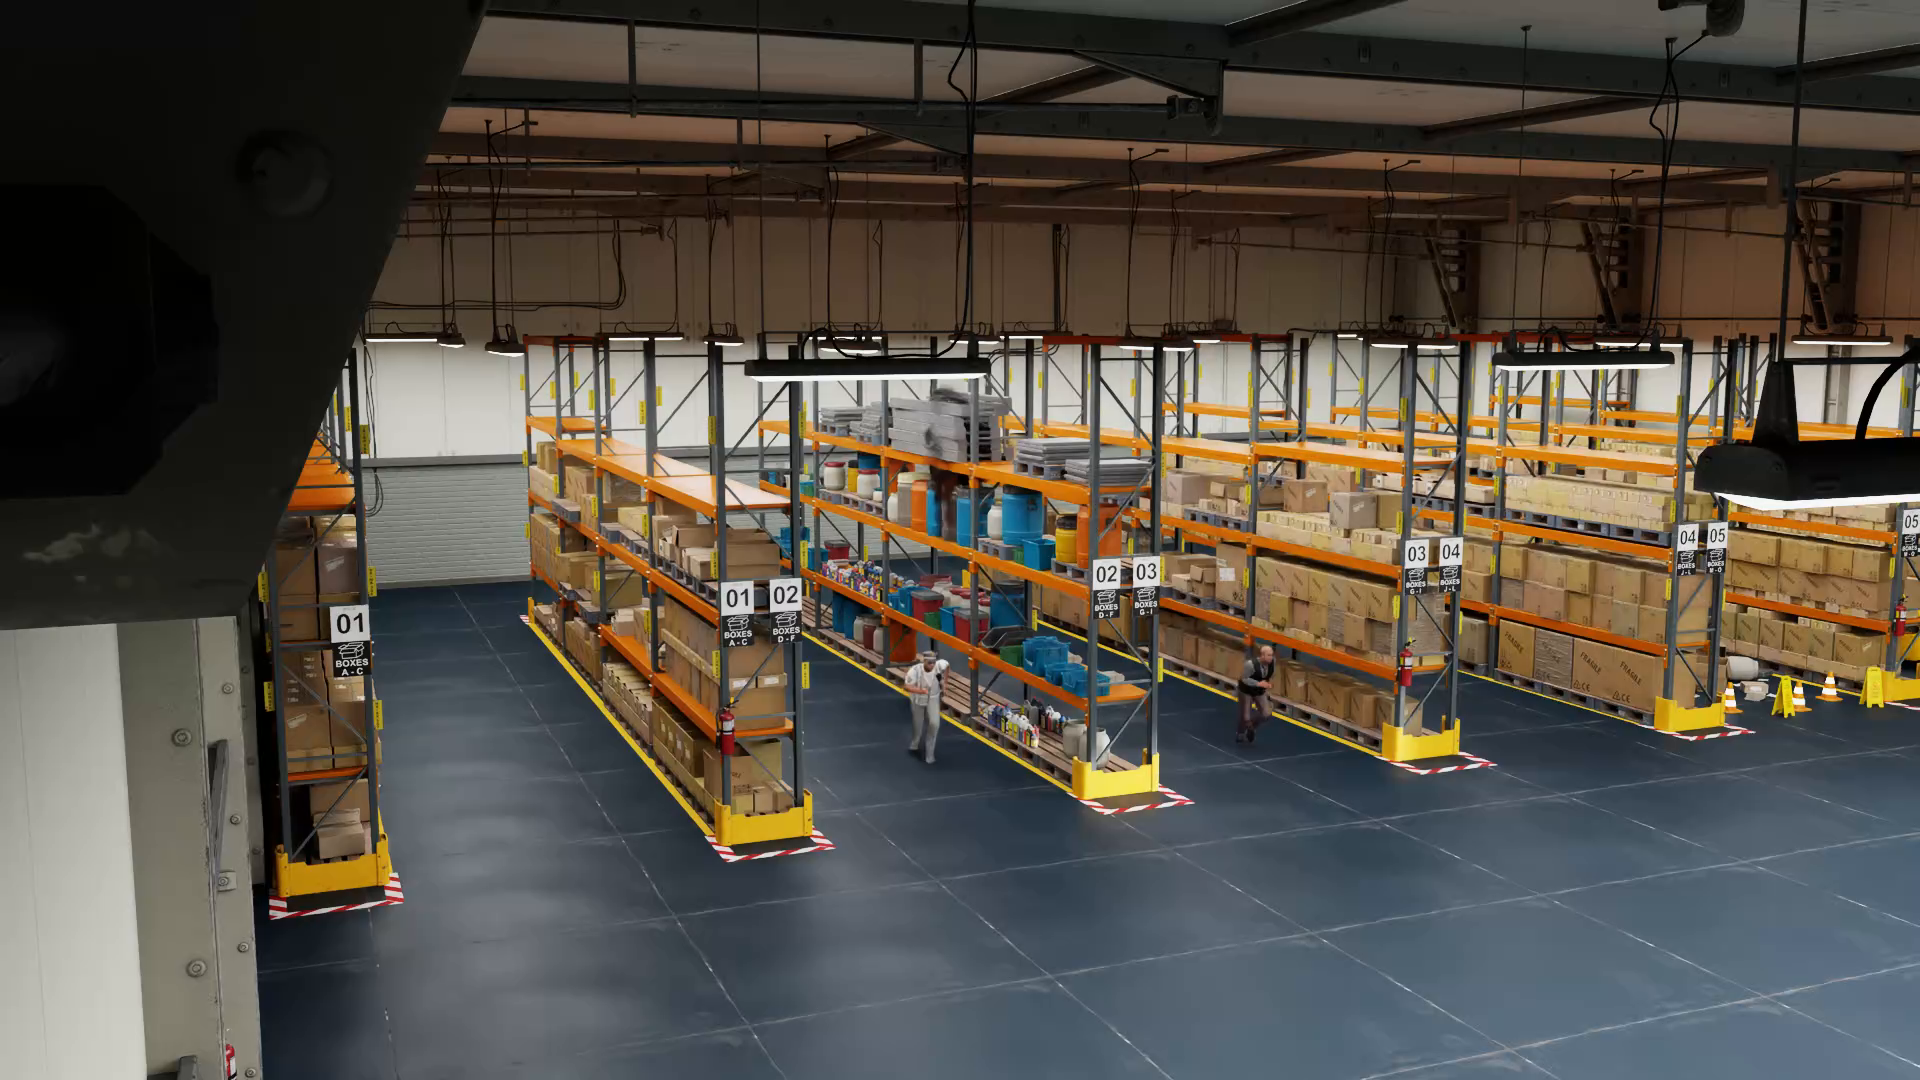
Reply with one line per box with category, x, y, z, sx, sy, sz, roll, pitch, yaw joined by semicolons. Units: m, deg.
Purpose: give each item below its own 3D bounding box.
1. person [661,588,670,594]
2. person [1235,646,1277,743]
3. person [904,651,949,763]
person;-5.861;1.007;33.884;0.553;1.713;0.790;-6;10;-37
person;4.415;2.283;24.641;0.690;1.548;0.915;-3;8;-24
person;-0.496;2.373;23.988;0.705;1.708;1.021;-2;8;-15
